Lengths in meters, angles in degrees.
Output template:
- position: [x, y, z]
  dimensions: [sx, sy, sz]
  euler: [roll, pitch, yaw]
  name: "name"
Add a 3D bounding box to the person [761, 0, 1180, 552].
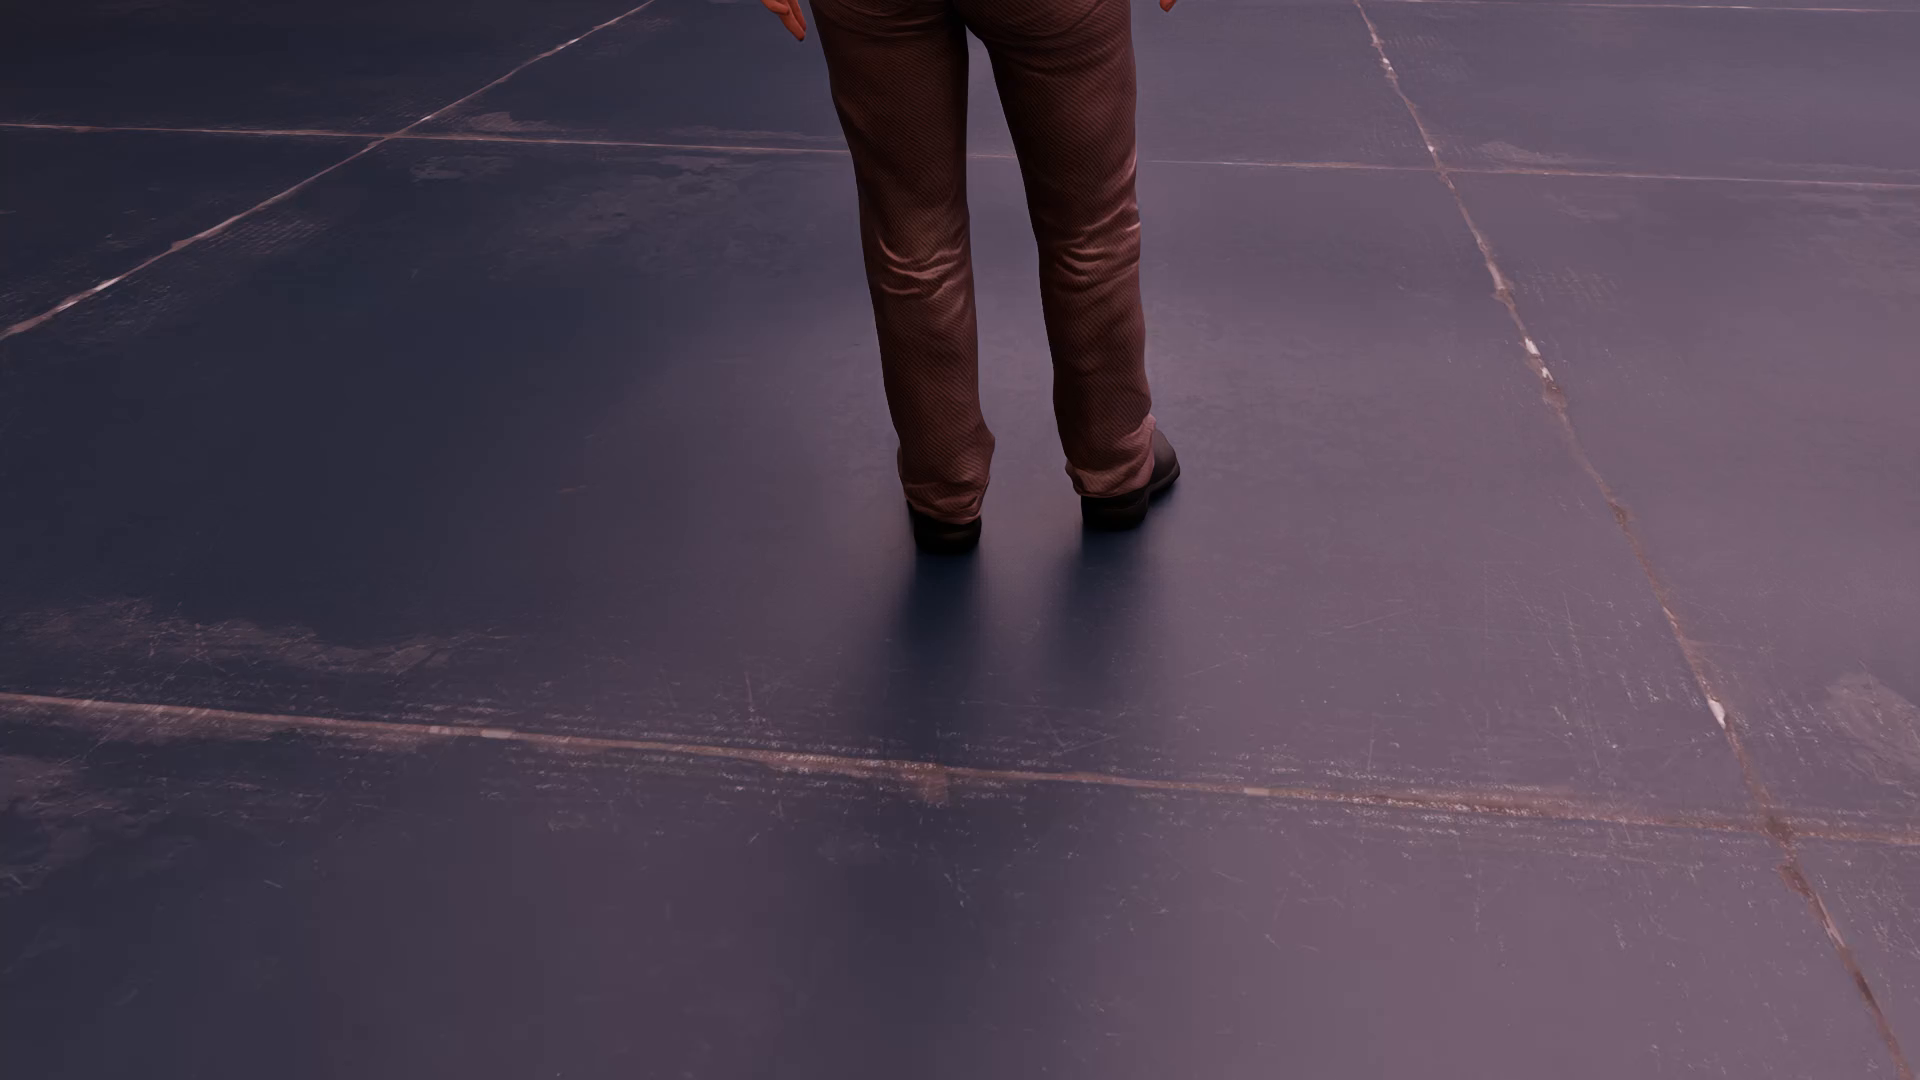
- position: [0.016, -0.804, 2.166]
  dimensions: [0.632, 1.720, 0.568]
  euler: [3, 27, 7]
  name: "person"
